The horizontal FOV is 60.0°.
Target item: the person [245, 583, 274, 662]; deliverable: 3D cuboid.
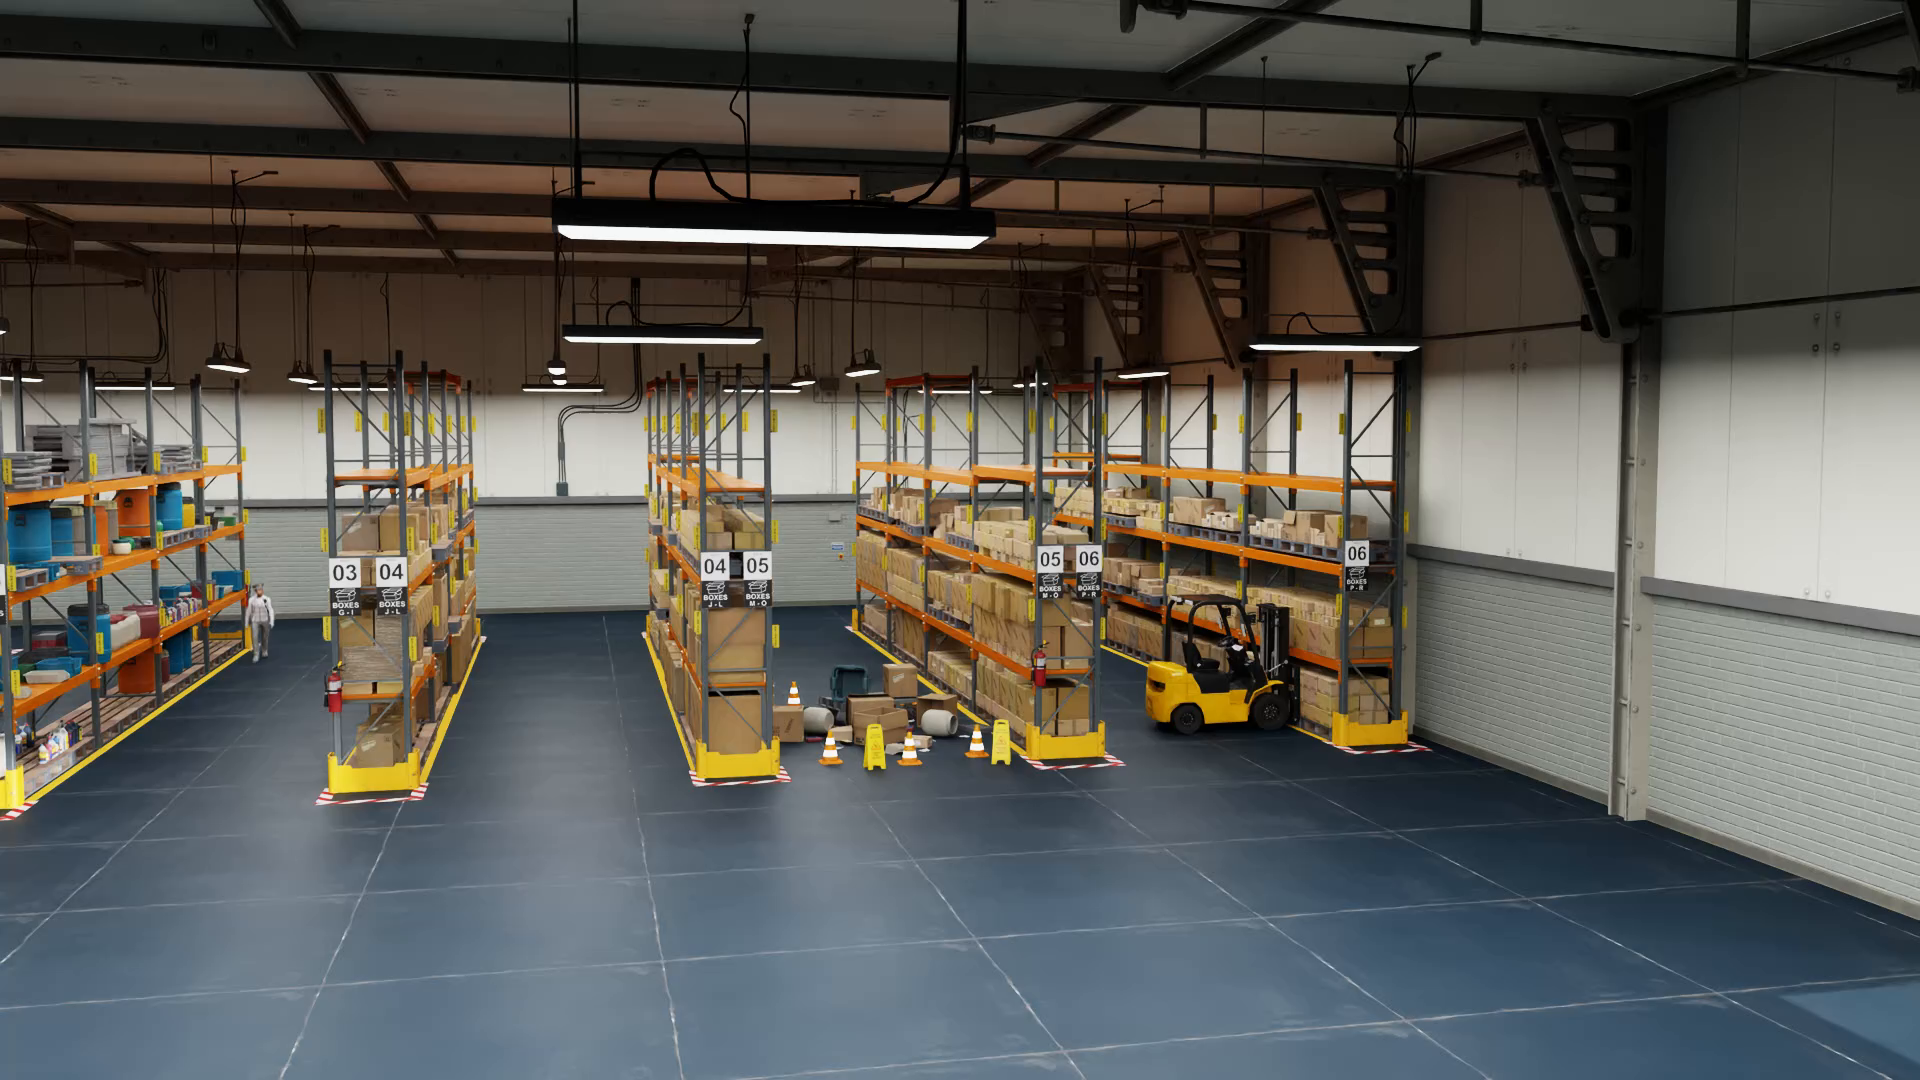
[{"bbox_3d":[-14.833,1.715,35.200,0.575,1.619,1.051,-2,4,-22],"label":"person"}]
